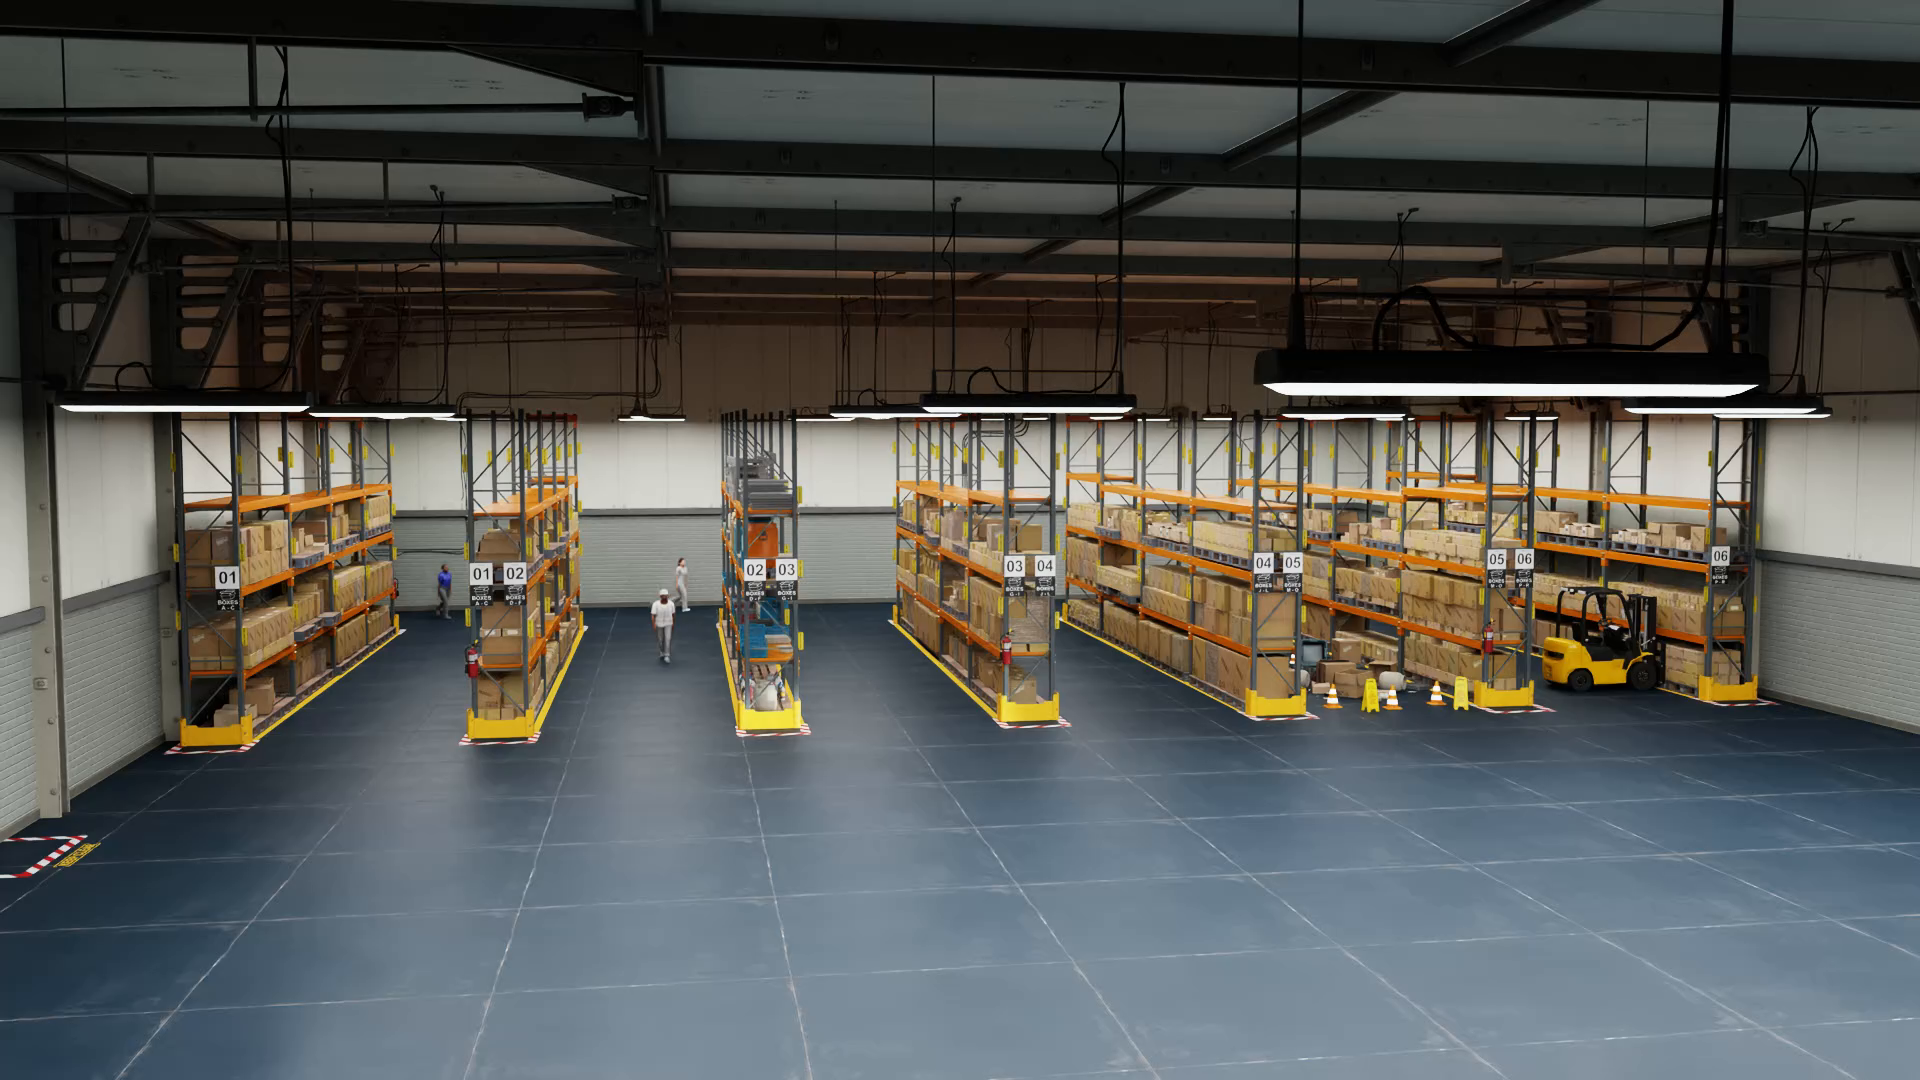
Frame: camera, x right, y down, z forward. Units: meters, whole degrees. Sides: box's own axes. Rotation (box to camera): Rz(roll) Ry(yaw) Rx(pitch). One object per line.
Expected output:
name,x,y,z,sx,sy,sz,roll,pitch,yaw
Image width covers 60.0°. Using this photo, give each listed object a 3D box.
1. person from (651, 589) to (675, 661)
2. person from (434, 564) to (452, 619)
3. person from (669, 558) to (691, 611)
person,-7.177,2.048,40.156,0.554,1.704,1.077,0,4,-7
person,-15.196,1.499,48.870,0.811,1.608,0.450,2,5,28
person,-8.569,1.351,50.887,0.899,1.633,0.441,2,4,26
